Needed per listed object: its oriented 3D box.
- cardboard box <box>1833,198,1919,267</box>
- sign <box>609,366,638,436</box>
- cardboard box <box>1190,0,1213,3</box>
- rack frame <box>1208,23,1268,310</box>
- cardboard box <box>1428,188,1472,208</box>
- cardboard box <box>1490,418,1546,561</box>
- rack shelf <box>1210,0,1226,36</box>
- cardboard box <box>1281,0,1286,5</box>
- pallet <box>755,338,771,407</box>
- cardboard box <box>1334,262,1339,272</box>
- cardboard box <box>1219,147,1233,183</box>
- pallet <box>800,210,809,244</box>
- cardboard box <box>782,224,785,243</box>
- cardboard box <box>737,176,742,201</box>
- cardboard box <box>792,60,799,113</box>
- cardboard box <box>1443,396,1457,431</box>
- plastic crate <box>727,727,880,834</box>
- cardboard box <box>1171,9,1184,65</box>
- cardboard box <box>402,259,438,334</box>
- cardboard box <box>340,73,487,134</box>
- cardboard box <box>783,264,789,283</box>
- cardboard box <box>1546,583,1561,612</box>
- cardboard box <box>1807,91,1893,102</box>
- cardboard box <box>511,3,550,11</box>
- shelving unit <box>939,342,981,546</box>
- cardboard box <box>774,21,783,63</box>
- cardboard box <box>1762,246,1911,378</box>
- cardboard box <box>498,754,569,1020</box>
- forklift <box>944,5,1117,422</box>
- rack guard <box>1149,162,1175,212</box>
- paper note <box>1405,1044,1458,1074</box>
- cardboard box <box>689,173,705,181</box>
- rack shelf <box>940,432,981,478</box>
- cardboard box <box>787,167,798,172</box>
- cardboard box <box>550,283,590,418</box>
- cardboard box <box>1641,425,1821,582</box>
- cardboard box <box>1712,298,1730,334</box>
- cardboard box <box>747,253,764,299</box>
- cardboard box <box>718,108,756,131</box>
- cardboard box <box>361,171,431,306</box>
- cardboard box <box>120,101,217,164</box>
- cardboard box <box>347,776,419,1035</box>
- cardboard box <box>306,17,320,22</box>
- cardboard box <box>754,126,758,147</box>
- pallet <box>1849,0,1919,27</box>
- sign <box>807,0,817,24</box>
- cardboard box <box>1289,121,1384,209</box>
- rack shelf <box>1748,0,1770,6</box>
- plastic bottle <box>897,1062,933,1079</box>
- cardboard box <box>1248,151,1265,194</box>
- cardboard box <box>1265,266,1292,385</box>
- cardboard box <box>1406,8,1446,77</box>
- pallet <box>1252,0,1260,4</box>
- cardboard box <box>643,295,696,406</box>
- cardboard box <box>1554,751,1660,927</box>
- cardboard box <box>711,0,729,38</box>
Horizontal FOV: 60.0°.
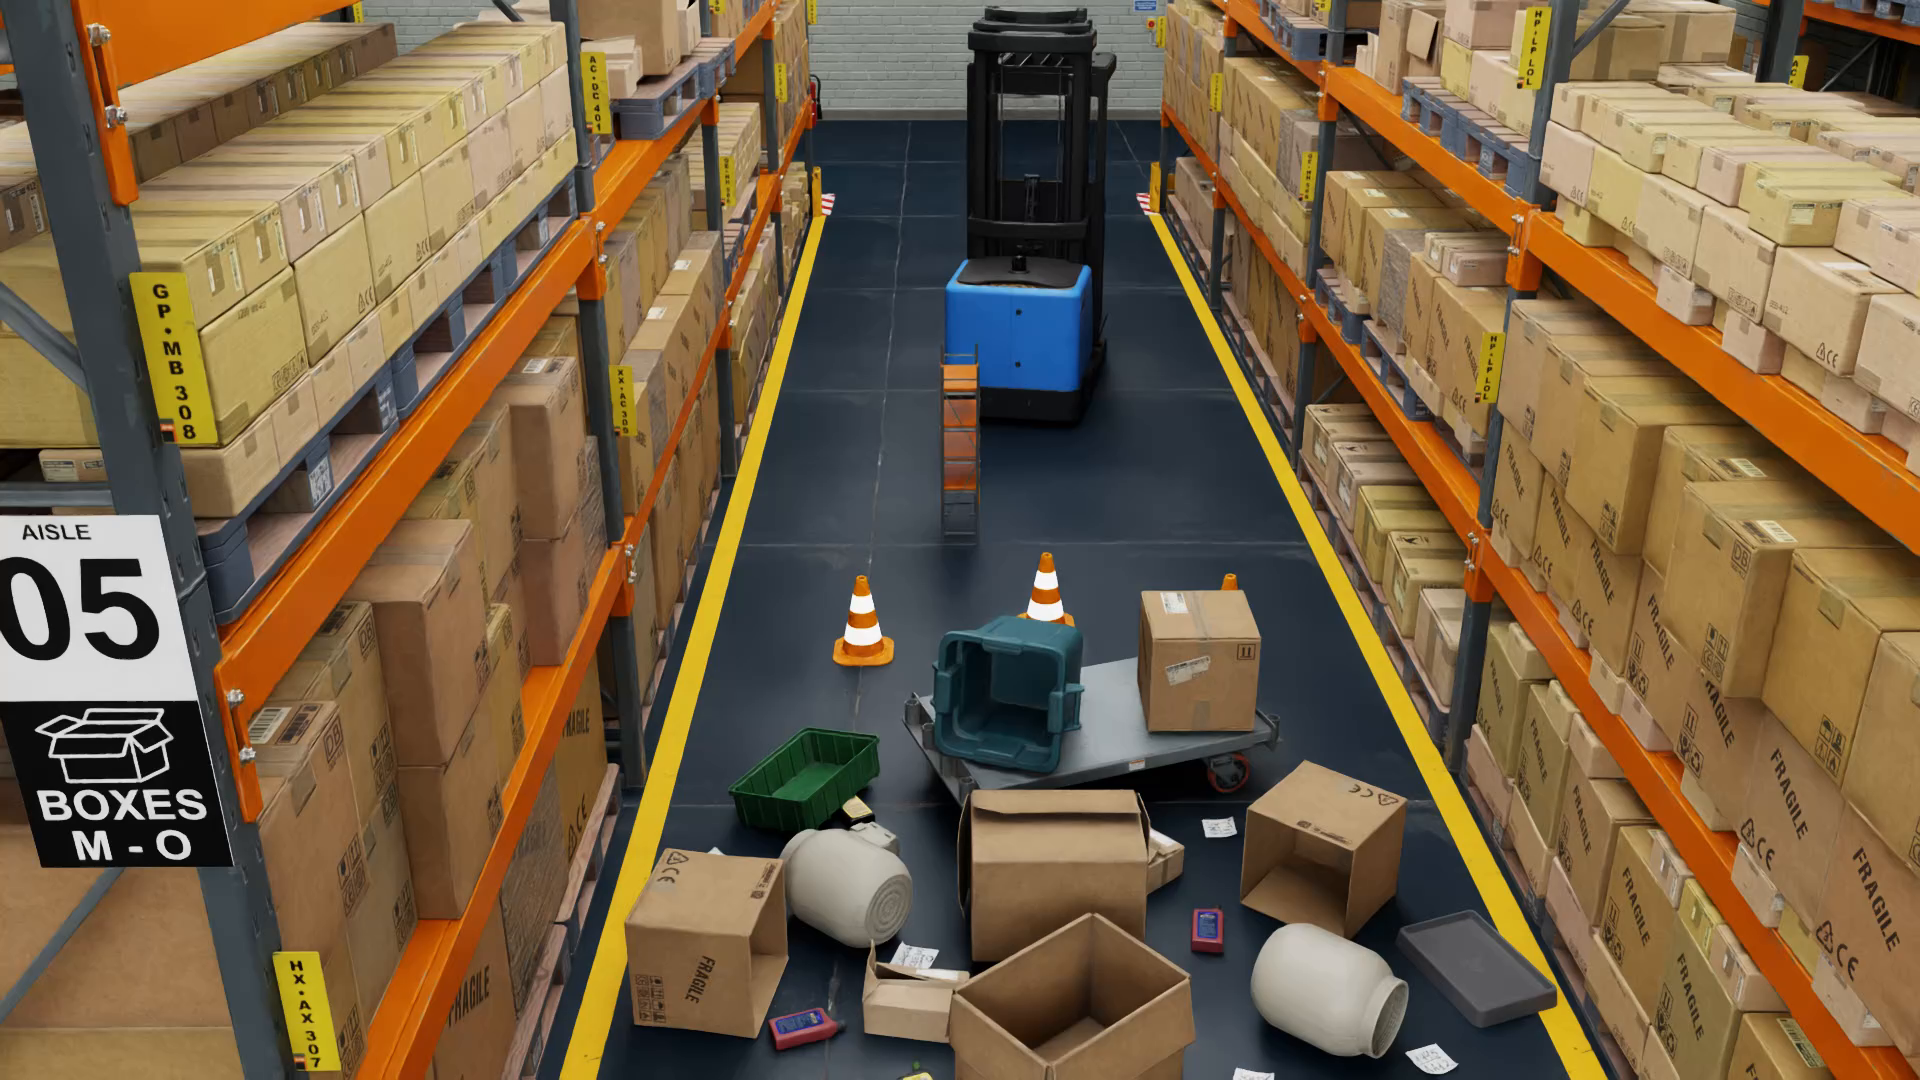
[{"bbox_3d":[2.748,-0.872,4.735,0.380,0.149,0.250,-1,24,-2],"label":"cardboard box"},{"bbox_3d":[-1.482,-0.611,7.315,0.100,0.325,0.005,0,24,-1],"label":"sign"},{"bbox_3d":[2.547,-5.404,16.936,0.380,0.149,0.250,0,24,0],"label":"cardboard box"},{"bbox_3d":[2.825,-3.538,14.932,1.000,3.000,0.127,0,24,-1],"label":"rack frame"},{"bbox_3d":[3.168,-1.863,10.237,0.500,0.500,0.500,-1,24,-1],"label":"cardboard box"},{"bbox_3d":[2.638,-0.240,7.158,0.500,0.500,0.500,0,24,-1],"label":"cardboard box"},{"bbox_3d":[2.803,-5.401,16.285,1.077,0.370,4.000,0,24,-1],"label":"rack shelf"},{"bbox_3d":[2.504,-3.952,11.862,0.396,0.266,0.258,-1,24,-2],"label":"cardboard box"},{"bbox_3d":[-2.098,-1.379,13.542,1.003,0.211,1.213,0,24,-1],"label":"pallet"},{"bbox_3d":[2.686,-1.832,10.955,0.380,0.149,0.250,-2,24,-4],"label":"cardboard box"},{"bbox_3d":[2.566,-3.287,14.560,0.500,0.250,0.500,-1,24,-2],"label":"cardboard box"},{"bbox_3d":[-2.193,-3.485,18.200,1.003,0.211,1.213,0,24,-1],"label":"pallet"},{"bbox_3d":[-1.864,-2.894,15.737,0.380,0.149,0.250,1,24,2],"label":"cardboard box"},{"bbox_3d":[-1.901,-2.741,12.967,0.380,0.149,0.250,-1,24,-2],"label":"cardboard box"},{"bbox_3d":[-1.894,-4.493,16.561,0.500,0.500,0.500,1,24,2],"label":"cardboard box"},{"bbox_3d":[2.645,-0.638,8.315,0.380,0.149,0.250,-1,24,-2],"label":"cardboard box"},{"bbox_3d":[-0.725,1.143,7.925,0.450,0.188,0.662,3,22,31],"label":"plastic crate"},{"bbox_3d":[2.514,-5.275,17.439,0.500,0.500,0.500,-1,24,-2],"label":"cardboard box"},{"bbox_3d":[-1.690,-0.681,4.650,0.380,0.149,0.250,0,24,-1],"label":"cardboard box"},{"bbox_3d":[-1.701,-1.361,5.185,0.380,0.149,0.250,-1,24,-1],"label":"cardboard box"},{"bbox_3d":[-1.806,-2.518,15.627,0.380,0.149,0.250,-1,24,-3],"label":"cardboard box"},{"bbox_3d":[2.683,0.218,6.934,0.380,0.149,0.250,0,24,-1],"label":"cardboard box"},{"bbox_3d":[7.570,-3.598,14.435,0.700,0.500,0.500,0,24,1],"label":"cardboard box"},{"bbox_3d":[-2.287,-2.855,9.334,0.500,0.250,0.500,0,24,1],"label":"cardboard box"},{"bbox_3d":[-0.002,-0.615,10.654,0.258,1.200,0.503,0,24,-1],"label":"shelving unit"},{"bbox_3d":[-1.906,-4.511,15.389,0.500,0.500,0.500,-1,24,-2],"label":"cardboard box"},{"bbox_3d":[2.666,-0.658,4.745,0.500,0.250,0.500,0,24,1],"label":"cardboard box"},{"bbox_3d":[-2.086,1.230,6.459,0.875,0.875,0.875,0,24,0],"label":"cardboard box"},{"bbox_3d":[0.641,-2.808,13.402,1.130,2.935,3.031,4,25,9],"label":"forklift"},{"bbox_3d":[2.781,-4.057,19.114,1.175,0.500,0.348,0,24,-1],"label":"rack guard"},{"bbox_3d":[1.800,1.978,6.341,0.142,0.019,0.148,-9,26,-19],"label":"paper note"},{"bbox_3d":[-1.897,-2.476,11.657,0.380,0.149,0.250,-1,24,-2],"label":"cardboard box"},{"bbox_3d":[-0.002,-0.554,10.681,0.258,0.148,0.480,0,24,-1],"label":"rack shelf"},{"bbox_3d":[-1.963,-3.965,18.105,0.380,0.149,0.250,0,24,0],"label":"cardboard box"},{"bbox_3d":[-2.048,-0.883,7.728,0.700,0.500,0.500,-1,24,-1],"label":"cardboard box"},{"bbox_3d":[2.759,-0.064,5.555,0.700,0.500,0.500,0,24,-1],"label":"cardboard box"},{"bbox_3d":[2.686,-0.728,5.384,0.380,0.149,0.250,0,24,0],"label":"cardboard box"},{"bbox_3d":[-1.851,-2.133,13.439,0.500,0.250,0.500,-1,24,-3],"label":"cardboard box"},{"bbox_3d":[-1.920,-3.547,14.025,0.380,0.149,0.250,-1,24,-2],"label":"cardboard box"},{"bbox_3d":[-1.754,-0.817,4.467,0.500,0.250,0.500,0,24,-1],"label":"cardboard box"},{"bbox_3d":[-2.353,-1.147,4.713,0.380,0.149,0.250,0,24,0],"label":"cardboard box"},{"bbox_3d":[-2.070,1.023,4.666,0.875,0.550,0.550,0,24,-1],"label":"cardboard box"},{"bbox_3d":[-6.860,-5.351,17.852,0.500,0.500,0.500,0,24,0],"label":"cardboard box"},{"bbox_3d":[-1.918,-3.415,14.094,0.380,0.149,0.250,0,24,0],"label":"cardboard box"},{"bbox_3d":[7.740,-4.146,12.866,1.213,0.211,1.003,0,24,-1],"label":"pallet"},{"bbox_3d":[-1.612,-5.788,18.119,0.100,0.325,0.005,0,24,-1],"label":"sign"},{"bbox_3d":[2.601,-2.603,11.530,0.500,0.500,0.500,-1,24,-2],"label":"cardboard box"},{"bbox_3d":[7.766,-5.425,16.337,1.077,0.370,4.000,0,24,-1],"label":"rack shelf"},{"bbox_3d":[-0.151,2.045,6.153,0.133,0.061,0.283,-9,26,-19],"label":"plastic bottle"},{"bbox_3d":[2.568,-2.884,13.061,0.500,0.250,0.500,-1,24,-2],"label":"cardboard box"},{"bbox_3d":[2.939,-1.765,13.082,0.875,0.875,0.875,0,24,0],"label":"cardboard box"},{"bbox_3d":[2.914,-2.675,9.259,0.797,0.503,0.637,0,24,-1],"label":"cardboard box"},{"bbox_3d":[2.884,-4.440,13.519,0.805,0.209,1.217,-1,24,-3],"label":"pallet"},{"bbox_3d":[-1.788,-1.064,9.342,0.500,0.500,0.500,0,24,0],"label":"cardboard box"},{"bbox_3d":[2.670,1.157,6.469,0.500,0.500,0.500,1,24,2],"label":"cardboard box"},{"bbox_3d":[-1.820,-3.475,11.031,0.500,0.500,0.500,0,24,-1],"label":"cardboard box"}]
